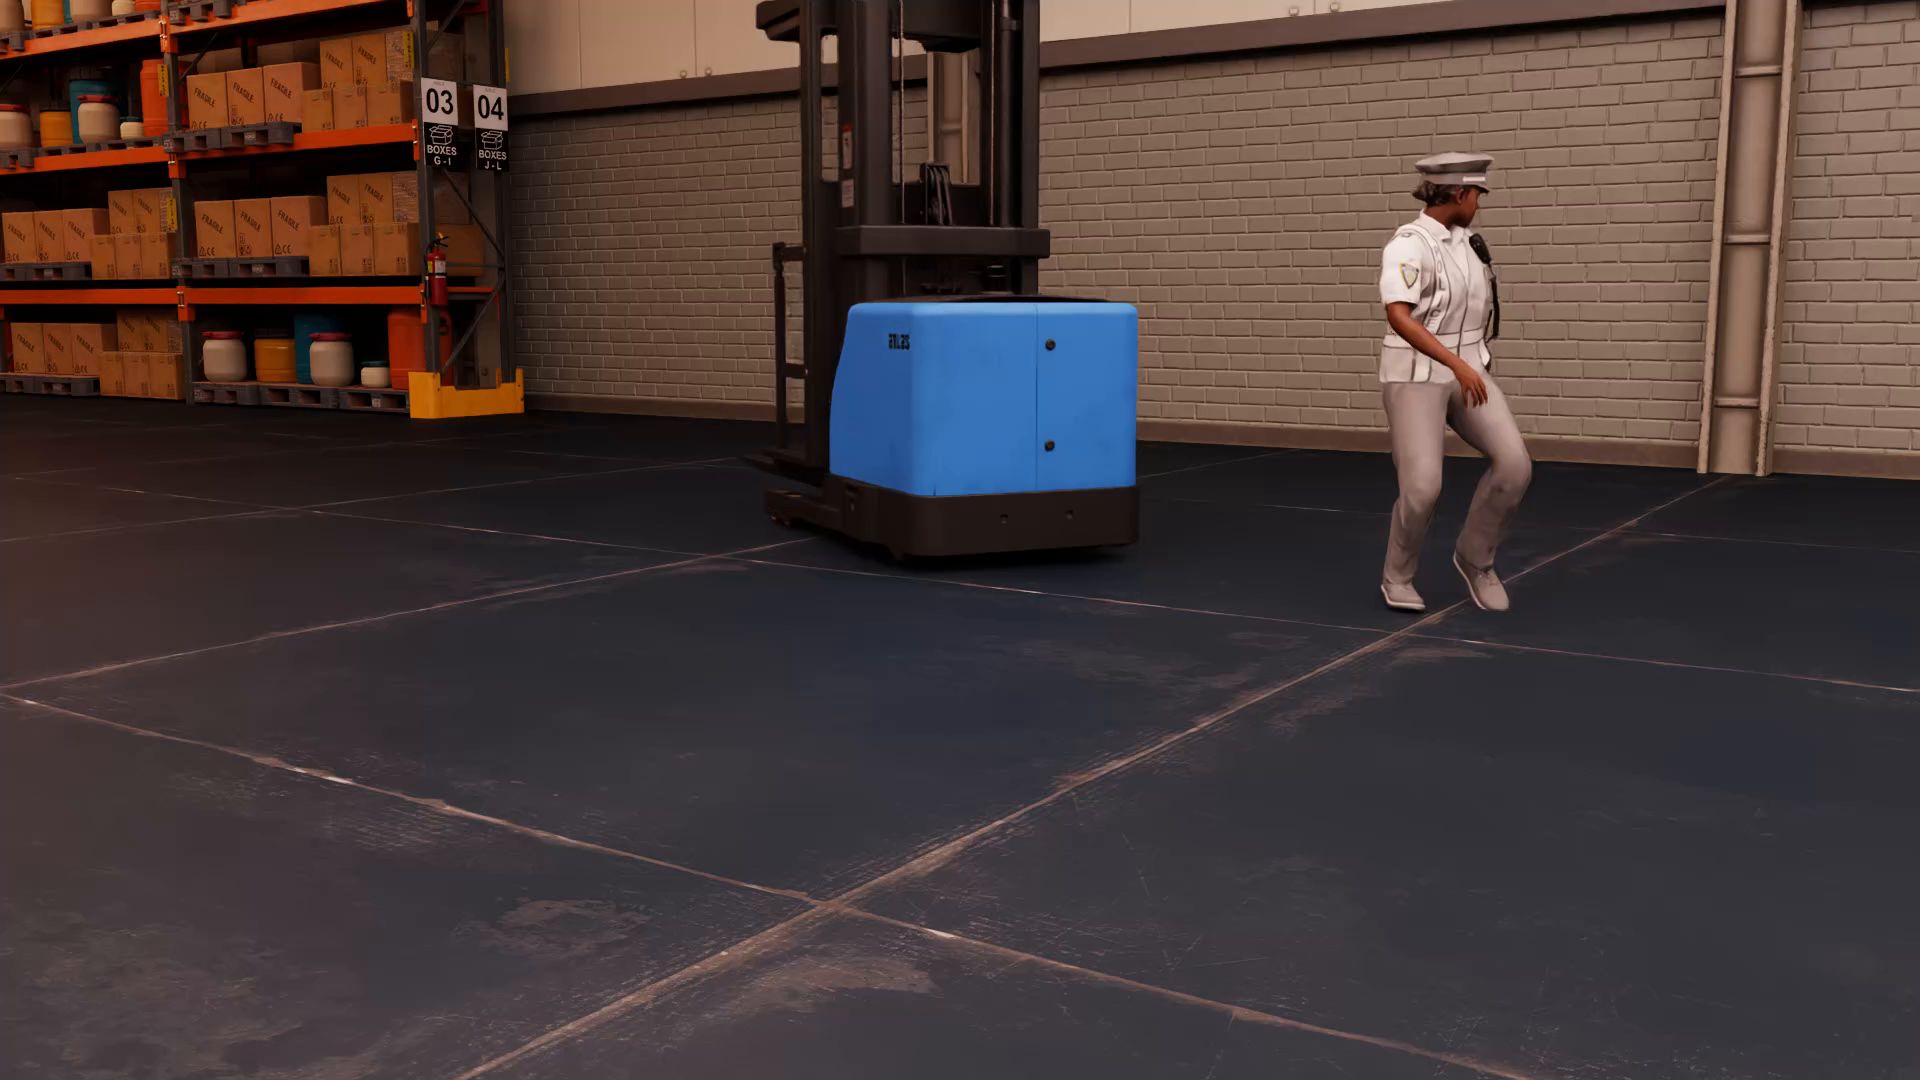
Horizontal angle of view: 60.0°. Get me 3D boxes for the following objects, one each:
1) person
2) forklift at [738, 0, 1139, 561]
[{"bbox_3d":[1.703,-0.532,5.826,0.633,1.613,0.681,-3,9,-21],"label":"person"},{"bbox_3d":[-0.314,-1.533,7.976,1.130,2.935,3.031,-4,9,-24],"label":"forklift"}]
